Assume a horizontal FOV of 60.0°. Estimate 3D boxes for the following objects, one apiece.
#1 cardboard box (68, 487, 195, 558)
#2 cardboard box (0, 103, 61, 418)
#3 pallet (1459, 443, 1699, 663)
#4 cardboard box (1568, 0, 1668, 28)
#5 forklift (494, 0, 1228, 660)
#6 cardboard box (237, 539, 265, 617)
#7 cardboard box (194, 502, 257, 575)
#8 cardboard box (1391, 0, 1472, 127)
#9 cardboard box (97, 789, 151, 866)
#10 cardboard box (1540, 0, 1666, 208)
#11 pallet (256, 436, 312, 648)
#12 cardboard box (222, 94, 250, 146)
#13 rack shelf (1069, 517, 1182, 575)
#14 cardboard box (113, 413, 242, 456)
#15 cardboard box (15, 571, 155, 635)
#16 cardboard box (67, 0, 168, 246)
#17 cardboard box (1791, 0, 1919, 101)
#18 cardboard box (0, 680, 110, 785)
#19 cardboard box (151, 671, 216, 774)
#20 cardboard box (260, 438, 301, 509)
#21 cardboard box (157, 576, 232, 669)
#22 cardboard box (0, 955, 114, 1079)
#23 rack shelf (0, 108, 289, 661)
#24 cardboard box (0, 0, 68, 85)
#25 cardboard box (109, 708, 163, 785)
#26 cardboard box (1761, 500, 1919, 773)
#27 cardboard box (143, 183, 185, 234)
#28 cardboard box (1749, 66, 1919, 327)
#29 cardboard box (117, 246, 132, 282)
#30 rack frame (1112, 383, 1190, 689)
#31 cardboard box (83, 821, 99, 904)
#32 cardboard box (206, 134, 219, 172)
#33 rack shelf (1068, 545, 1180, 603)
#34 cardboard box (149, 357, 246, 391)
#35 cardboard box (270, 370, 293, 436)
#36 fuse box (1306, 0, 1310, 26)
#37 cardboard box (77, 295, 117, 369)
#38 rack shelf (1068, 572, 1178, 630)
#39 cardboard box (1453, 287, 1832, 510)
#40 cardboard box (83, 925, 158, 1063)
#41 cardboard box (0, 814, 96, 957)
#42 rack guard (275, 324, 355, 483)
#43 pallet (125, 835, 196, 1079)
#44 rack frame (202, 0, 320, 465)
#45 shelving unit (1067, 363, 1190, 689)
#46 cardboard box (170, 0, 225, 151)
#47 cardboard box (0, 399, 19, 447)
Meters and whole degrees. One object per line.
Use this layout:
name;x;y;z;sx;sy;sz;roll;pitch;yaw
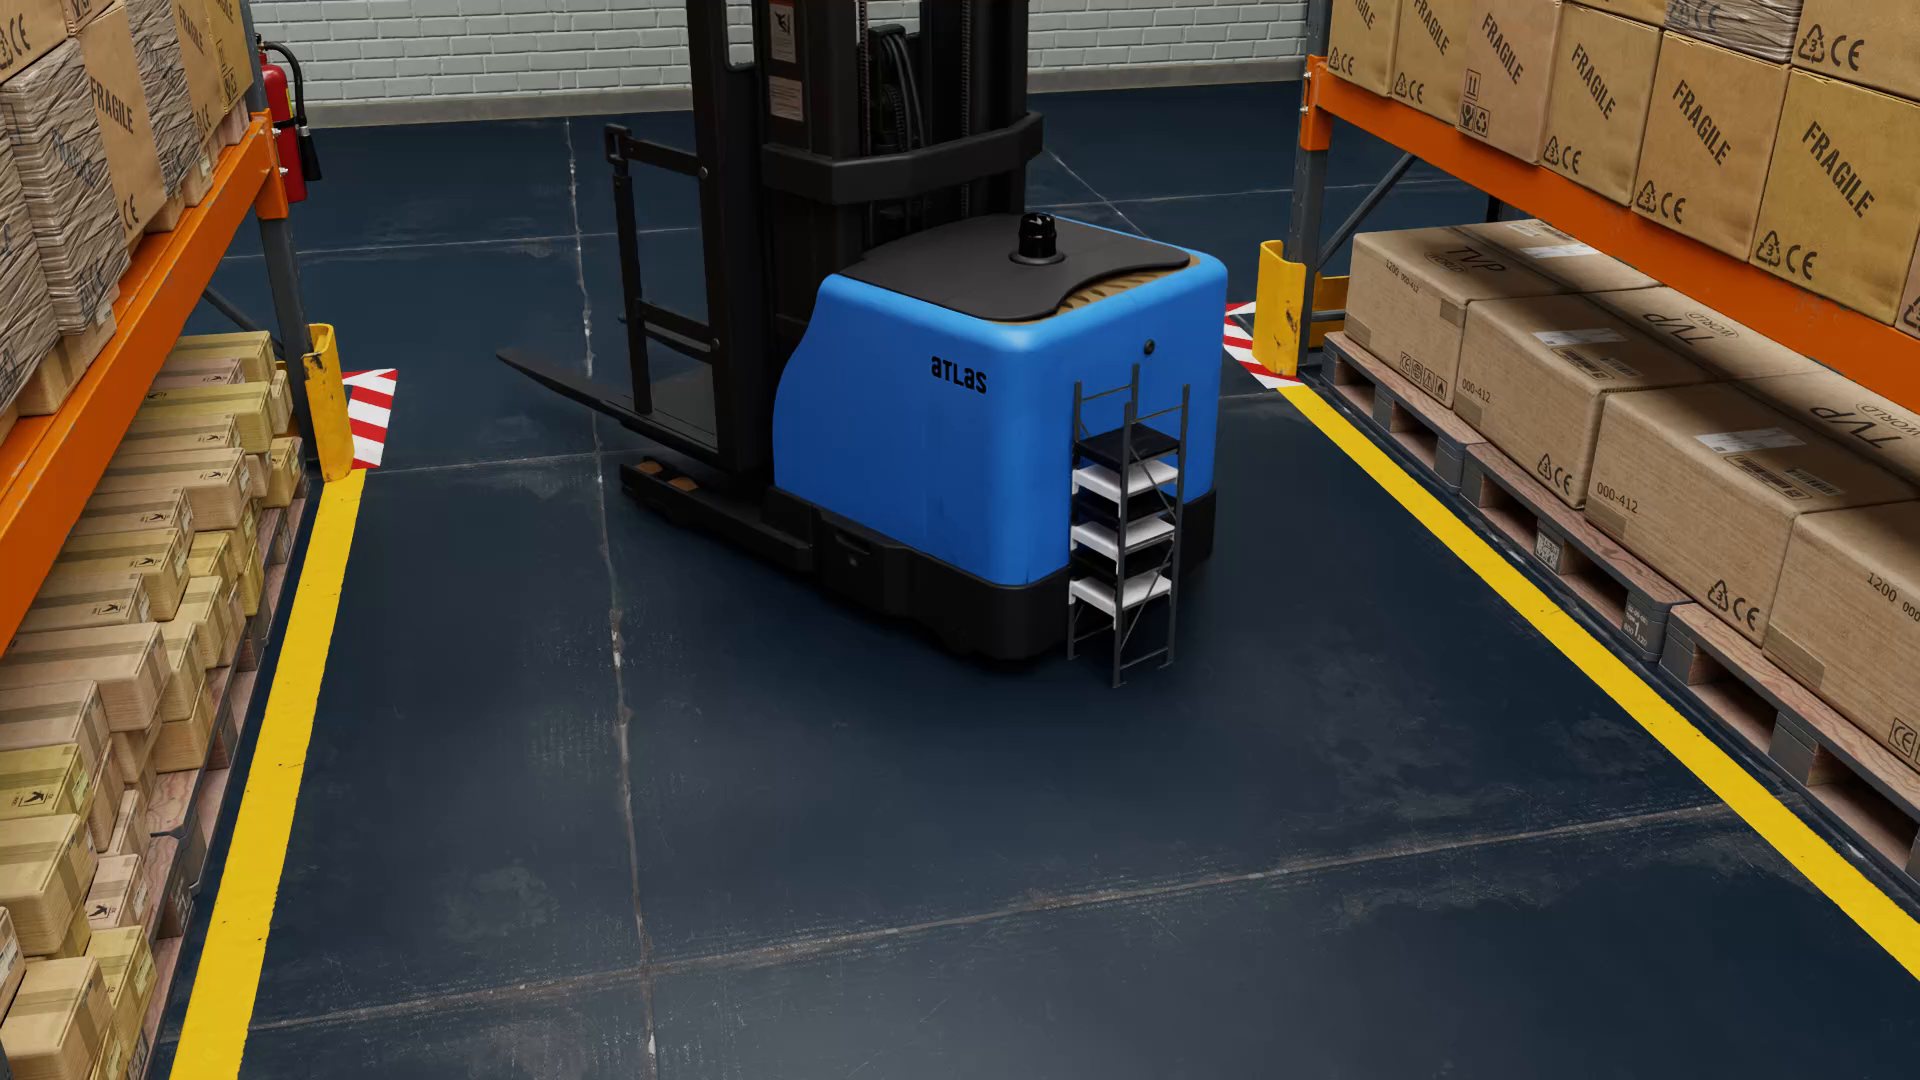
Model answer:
cardboard box;-2.292;-0.008;4.475;0.380;0.149;0.250;-7;28;-13
cardboard box;-1.987;-0.492;2.954;0.500;0.500;0.500;-6;27;-12
pallet;2.424;-0.035;5.585;1.003;0.211;1.213;-6;27;-12
cardboard box;2.087;-1.739;4.645;0.500;0.500;0.500;-6;27;-11
forklift;-0.577;-1.514;5.496;3.031;2.935;1.130;23;35;38
cardboard box;-2.263;0.125;4.872;0.380;0.149;0.250;-7;28;-14
cardboard box;-2.259;-0.001;4.792;0.380;0.149;0.250;-6;27;-11
cardboard box;1.865;-1.743;5.764;0.500;0.500;0.500;-6;27;-12
cardboard box;-2.044;0.711;3.710;0.380;0.149;0.250;-7;28;-13
cardboard box;2.092;-1.300;4.885;0.500;0.500;0.500;-5;27;-10
pallet;-2.738;0.028;5.461;1.003;0.211;1.213;-6;27;-12
cardboard box;-2.555;-1.384;5.442;0.380;0.149;0.250;-6;27;-12
rack shelf;0.480;-0.004;4.832;0.258;0.077;0.200;-19;32;-33
cardboard box;-2.359;-0.247;4.949;0.380;0.149;0.250;-7;28;-14
cardboard box;-2.188;0.216;4.030;0.380;0.149;0.250;-7;28;-14
cardboard box;-2.215;-0.949;3.860;0.500;0.500;0.500;-5;27;-9
cardboard box;2.315;-1.295;3.767;0.500;0.500;0.500;-6;27;-12
cardboard box;-2.069;0.448;3.572;0.380;0.149;0.250;-7;28;-13
cardboard box;-2.104;0.473;4.182;0.380;0.149;0.250;-7;28;-13
cardboard box;-2.426;-0.213;5.541;0.380;0.149;0.250;-5;27;-10
cardboard box;-2.130;0.231;4.331;0.380;0.149;0.250;-6;27;-11
cardboard box;-1.773;0.906;2.993;0.380;0.149;0.250;-5;27;-9
rack shelf;-2.453;-0.411;4.035;1.077;0.370;4.000;-6;27;-12
cardboard box;-2.082;-1.152;3.152;0.500;0.500;0.500;-5;27;-11
cardboard box;-2.104;0.459;3.879;0.380;0.149;0.250;-5;27;-9
cardboard box;2.760;0.268;4.267;0.875;0.438;0.875;-6;27;-12
cardboard box;-2.354;-0.934;4.551;0.380;0.149;0.250;-7;28;-14
cardboard box;2.322;-0.849;3.993;0.500;0.500;0.500;-7;28;-13
cardboard box;-2.275;-0.695;4.076;0.380;0.149;0.250;-5;27;-11
rack frame;0.542;0.002;4.745;0.240;0.900;0.006;-19;32;-33
cardboard box;-2.007;0.701;3.400;0.380;0.149;0.250;-6;27;-12
cardboard box;-2.465;-1.162;5.003;0.380;0.149;0.250;-6;27;-12
rack shelf;0.481;0.076;4.872;0.258;0.077;0.200;-19;32;-33
cardboard box;-2.537;-0.468;5.386;0.380;0.149;0.250;-5;27;-11
cardboard box;-2.507;-0.455;5.691;0.380;0.149;0.250;-7;28;-13
fuse box;2.682;-4.205;12.182;0.539;1.711;0.414;-6;27;-12
cardboard box;-2.092;-0.473;3.637;0.380;0.149;0.250;-5;27;-9
rack shelf;0.481;0.157;4.912;0.258;0.077;0.200;-19;32;-33
cardboard box;2.356;-0.521;5.830;0.875;0.438;0.875;-5;27;-10
cardboard box;-1.832;0.921;3.294;0.380;0.149;0.250;-5;27;-10
cardboard box;-1.883;0.666;3.139;0.380;0.149;0.250;-5;27;-9
rack guard;-2.887;-0.461;6.109;1.175;0.500;0.348;-6;27;-12
pallet;-2.189;1.099;3.338;1.003;0.211;1.213;-6;27;-12
rack frame;-2.904;-1.611;5.612;1.000;3.000;0.127;-6;27;-12
shelving unit;0.480;-0.034;4.817;0.258;0.900;0.210;-19;32;-33
cardboard box;-2.441;-1.390;4.734;0.500;0.500;0.500;-6;27;-12
cardboard box;-2.045;-0.237;3.170;0.380;0.149;0.250;-7;28;-14
